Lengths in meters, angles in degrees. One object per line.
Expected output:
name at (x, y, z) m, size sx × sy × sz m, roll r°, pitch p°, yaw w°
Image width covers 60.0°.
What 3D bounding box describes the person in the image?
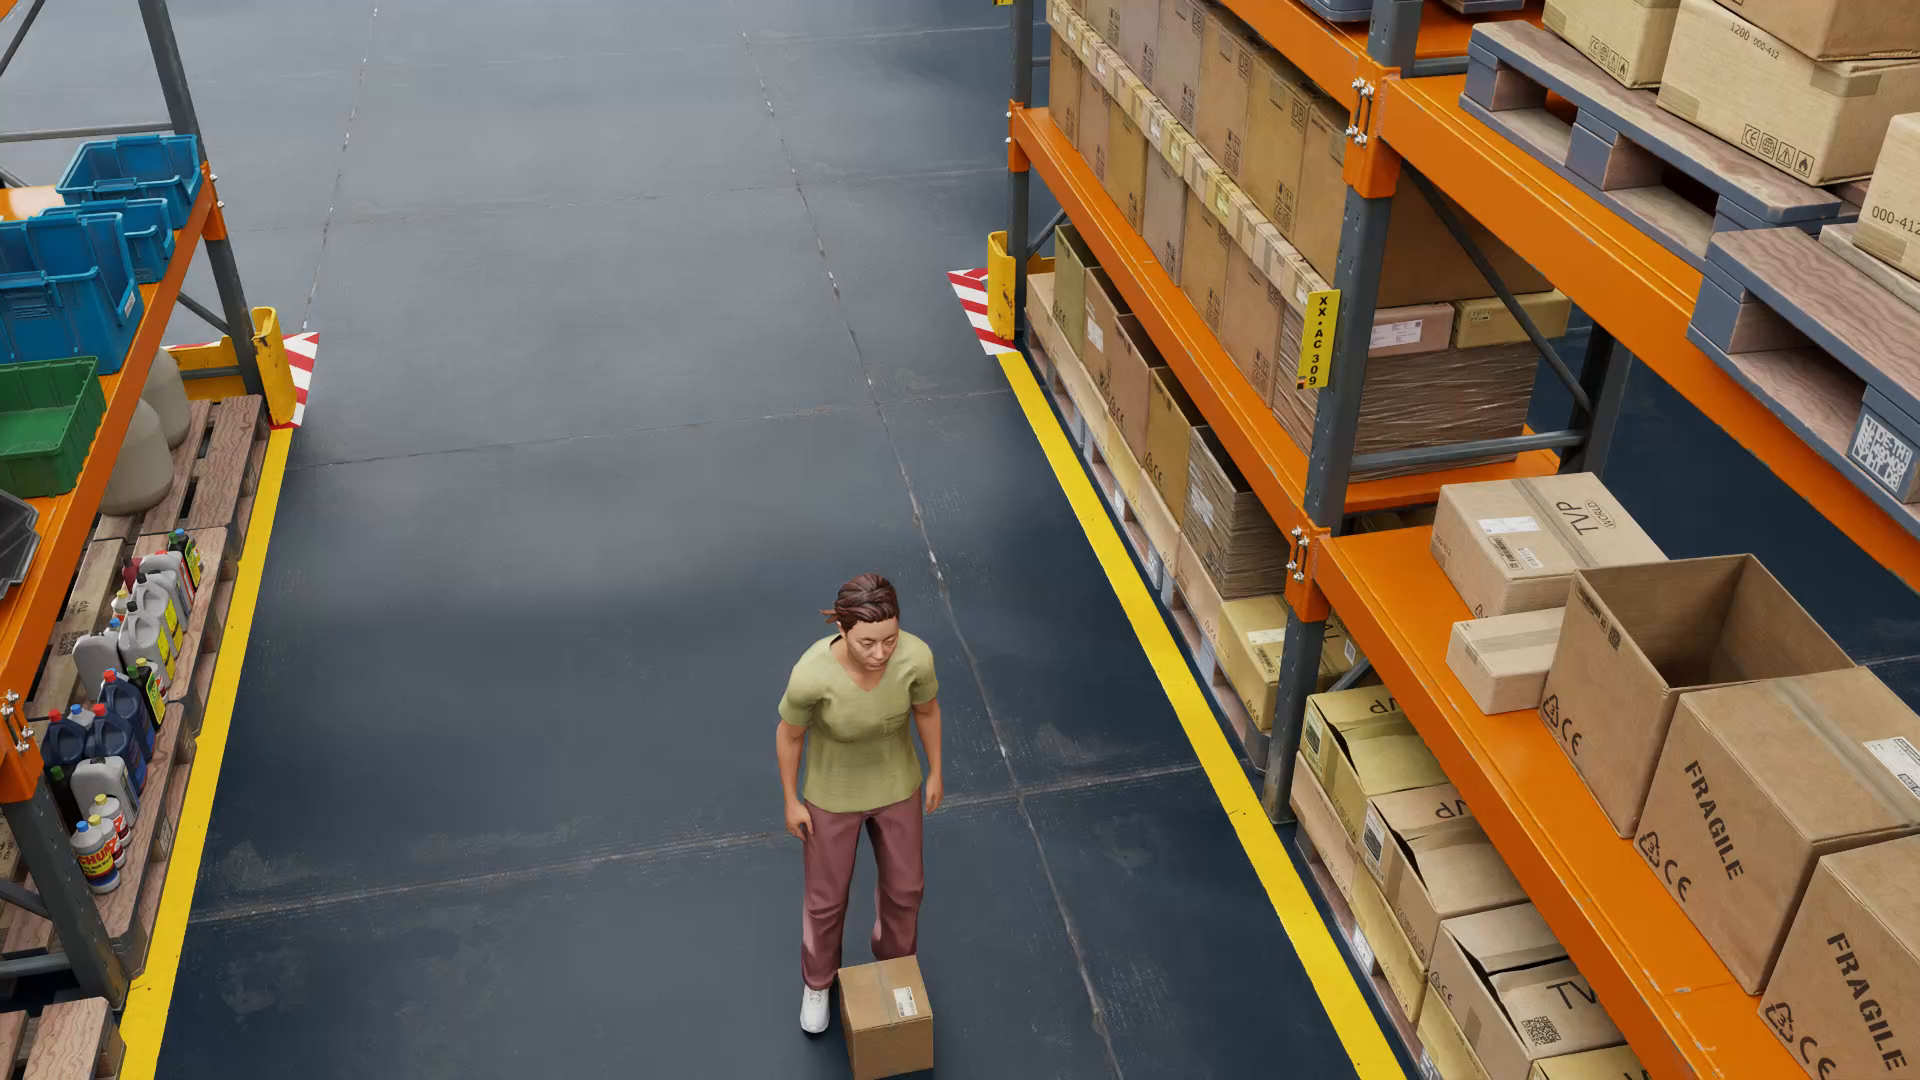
person at (-0.289, 0.875, 5.078) m, size 0.521 × 1.437 × 0.364 m, roll -9°, pitch 36°, yaw -13°
